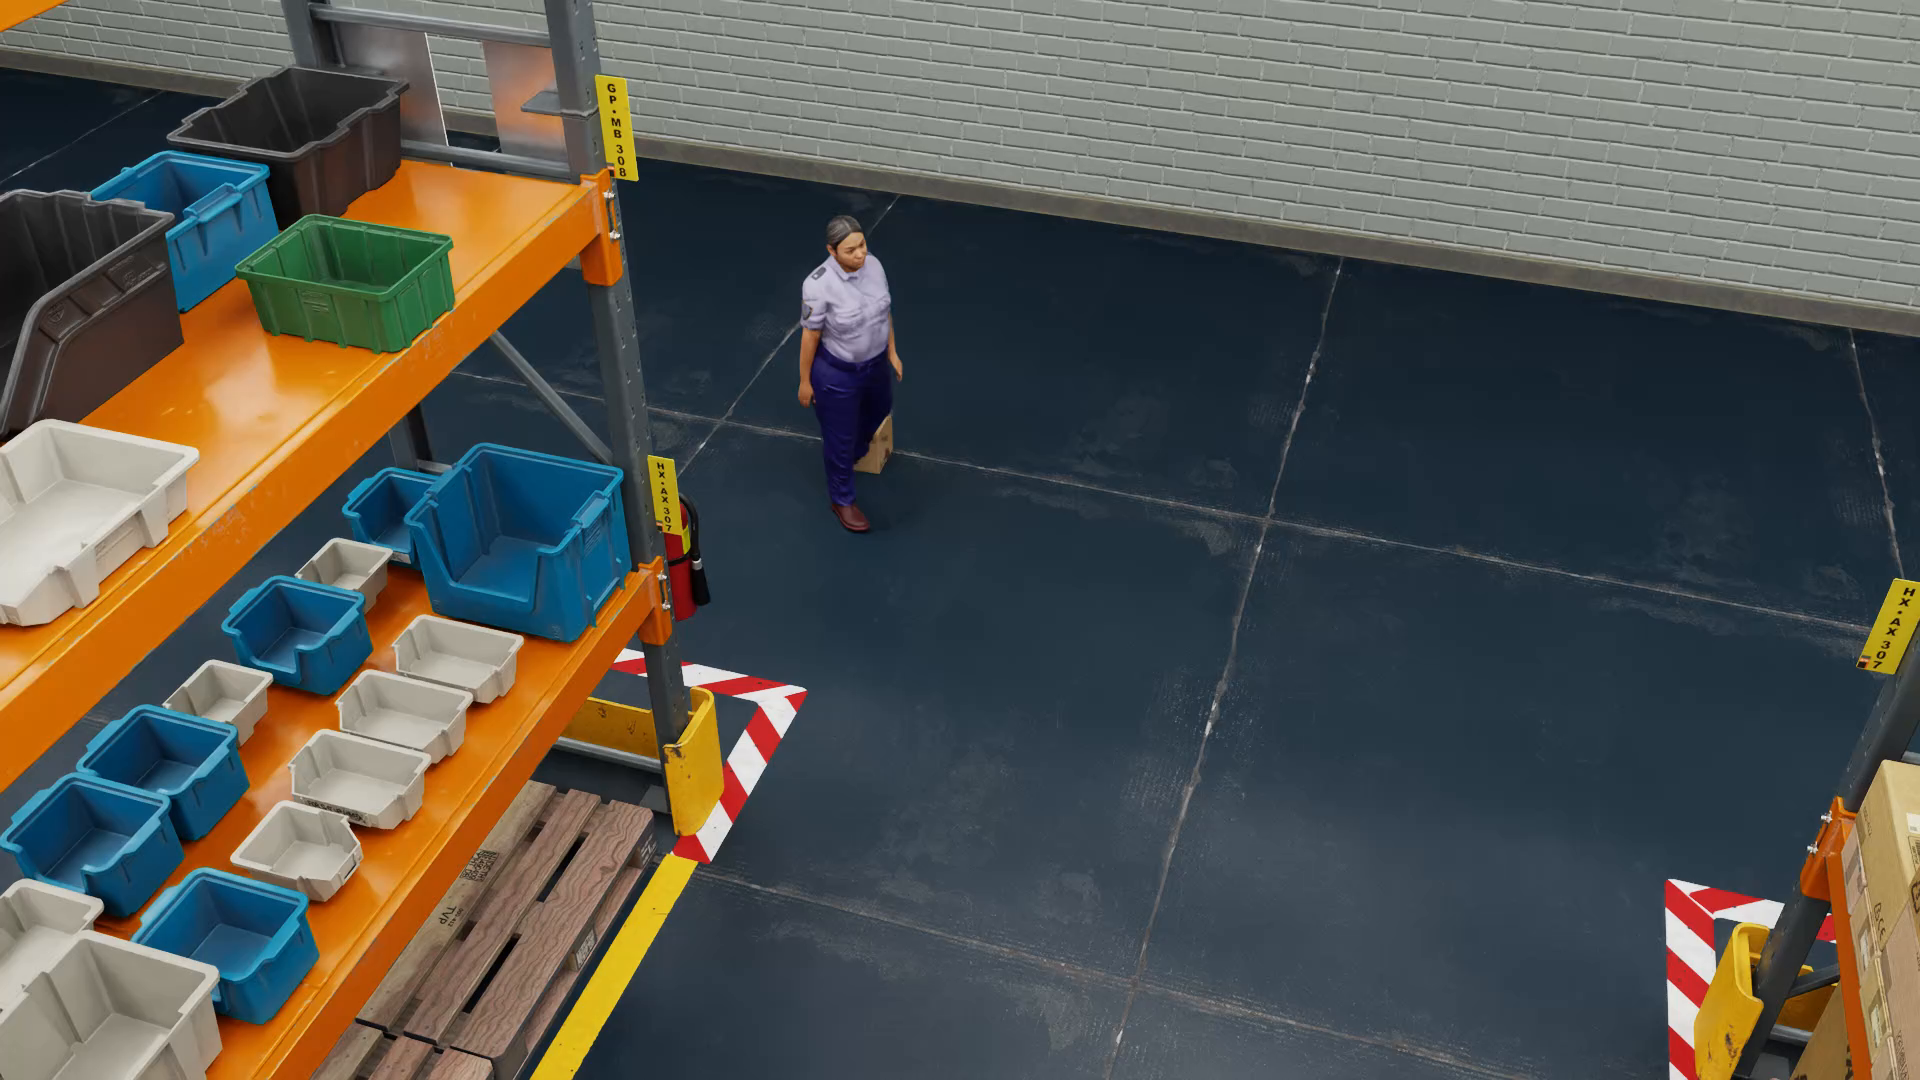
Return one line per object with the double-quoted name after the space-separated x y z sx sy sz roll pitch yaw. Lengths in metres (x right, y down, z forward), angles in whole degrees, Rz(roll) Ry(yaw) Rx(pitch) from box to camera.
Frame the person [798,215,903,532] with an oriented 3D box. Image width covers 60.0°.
-0.513 -0.881 8.071 0.513 1.624 0.692 27 45 31 "person"
